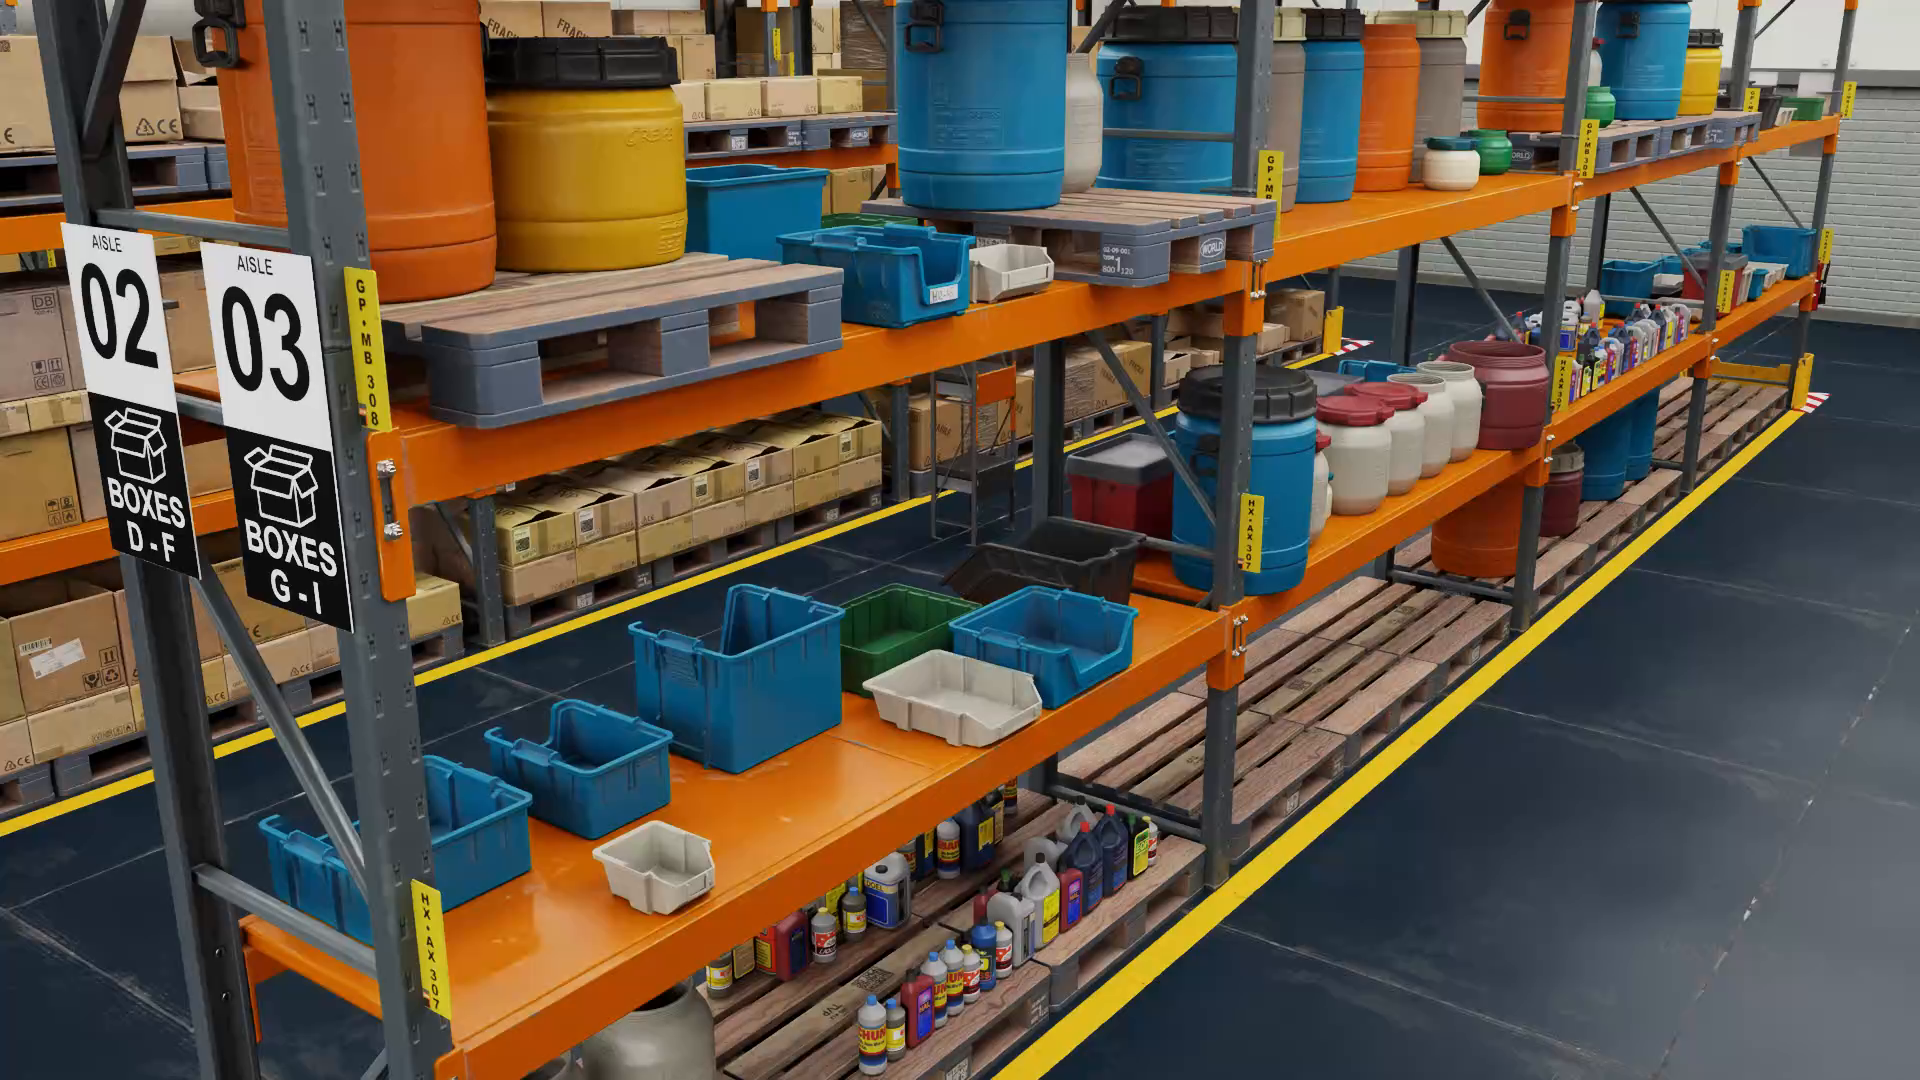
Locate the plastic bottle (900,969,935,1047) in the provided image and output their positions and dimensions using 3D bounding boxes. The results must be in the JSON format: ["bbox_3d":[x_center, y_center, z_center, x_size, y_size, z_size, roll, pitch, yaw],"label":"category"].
[{"bbox_3d":[-0.148,1.617,5.817,0.061,0.283,0.133,13,21,36],"label":"plastic bottle"}]

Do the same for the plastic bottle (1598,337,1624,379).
[{"bbox_3d":[4.482,-1.265,11.469,0.152,0.276,0.135,12,21,35],"label":"plastic bottle"}]

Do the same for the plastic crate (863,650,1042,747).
[{"bbox_3d":[-0.009,0.562,5.820,0.530,0.136,0.437,12,21,35],"label":"plastic crate"}]

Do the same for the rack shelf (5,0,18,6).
[{"bbox_3d":[-6.010,-4.553,13.618,1.077,0.370,4.000,12,21,35],"label":"rack shelf"}]

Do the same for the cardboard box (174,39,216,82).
[{"bbox_3d":[-6.077,-3.837,13.606,0.500,0.500,0.500,12,21,33],"label":"cardboard box"}]

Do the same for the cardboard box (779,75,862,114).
[{"bbox_3d":[-1.063,-3.268,12.195,0.500,0.250,0.500,11,20,31],"label":"cardboard box"}]

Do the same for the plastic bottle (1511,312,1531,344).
[{"bbox_3d":[4.036,-1.475,12.018,0.144,0.351,0.185,12,21,35],"label":"plastic bottle"}]

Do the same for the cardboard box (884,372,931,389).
[{"bbox_3d":[-0.439,-1.477,14.151,0.500,0.250,0.500,13,22,37],"label":"cardboard box"}]

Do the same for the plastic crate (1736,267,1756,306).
[{"bbox_3d":[6.579,-2.204,14.382,0.437,0.282,0.530,12,21,35],"label":"plastic crate"}]

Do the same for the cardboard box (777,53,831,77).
[{"bbox_3d":[-1.811,-5.379,18.824,0.500,0.250,0.500,12,21,35],"label":"cardboard box"}]

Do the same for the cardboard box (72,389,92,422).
[{"bbox_3d":[-4.281,-0.698,8.170,0.380,0.149,0.250,13,21,35],"label":"cardboard box"}]

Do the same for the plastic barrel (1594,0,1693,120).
[{"bbox_3d":[4.628,-3.340,11.329,0.600,0.901,0.708,12,21,35],"label":"plastic barrel"}]

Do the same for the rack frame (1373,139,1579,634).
[{"bbox_3d":[3.138,-0.948,10.239,1.000,3.000,0.127,12,21,35],"label":"rack frame"}]

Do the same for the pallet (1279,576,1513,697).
[{"bbox_3d":[2.646,0.561,10.080,1.003,0.211,1.213,12,21,35],"label":"pallet"}]

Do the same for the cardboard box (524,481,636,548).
[{"bbox_3d":[-2.472,-0.199,10.811,0.500,0.311,0.500,12,21,34],"label":"cardboard box"}]

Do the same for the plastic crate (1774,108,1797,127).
[{"bbox_3d":[6.873,-3.624,14.243,0.437,0.136,0.530,12,21,35],"label":"plastic crate"}]

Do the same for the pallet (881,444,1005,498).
[{"bbox_3d":[-0.362,-0.664,14.025,1.003,0.211,1.213,12,21,35],"label":"pallet"}]

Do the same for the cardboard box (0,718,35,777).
[{"bbox_3d":[-4.811,0.986,7.940,0.500,0.250,0.500,12,21,35],"label":"cardboard box"}]

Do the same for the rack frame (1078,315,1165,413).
[{"bbox_3d":[1.546,-2.777,16.128,1.000,3.000,0.127,12,21,35],"label":"rack frame"}]

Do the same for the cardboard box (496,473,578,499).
[{"bbox_3d":[-2.905,-0.299,11.131,0.500,0.311,0.500,13,22,36],"label":"cardboard box"}]

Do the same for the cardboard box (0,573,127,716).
[{"bbox_3d":[-4.522,0.506,8.219,0.500,0.500,0.500,12,21,35],"label":"cardboard box"}]

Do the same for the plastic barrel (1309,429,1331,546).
[{"bbox_3d":[1.501,-0.249,7.760,0.433,0.535,0.433,0,17,0],"label":"plastic barrel"}]

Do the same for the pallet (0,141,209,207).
[{"bbox_3d":[-4.436,-1.765,7.960,1.003,0.211,1.213,12,21,35],"label":"pallet"}]

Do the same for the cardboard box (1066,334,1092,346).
[{"bbox_3d":[1.062,-1.721,16.201,0.500,0.500,0.500,11,21,32],"label":"cardboard box"}]

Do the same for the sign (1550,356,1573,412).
[{"bbox_3d":[3.584,-0.930,9.907,0.100,0.325,0.005,12,21,35],"label":"sign"}]

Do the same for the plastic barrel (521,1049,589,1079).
[{"bbox_3d":[-1.298,1.775,4.958,0.421,0.512,0.421,0,17,0],"label":"plastic barrel"}]

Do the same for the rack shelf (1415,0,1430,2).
[{"bbox_3d":[1.947,-2.802,7.981,1.077,0.370,4.000,12,21,35],"label":"rack shelf"}]

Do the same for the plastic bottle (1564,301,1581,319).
[{"bbox_3d":[4.722,-1.711,12.906,0.152,0.276,0.135,12,21,35],"label":"plastic bottle"}]

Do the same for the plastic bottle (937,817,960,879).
[{"bbox_3d":[-0.049,1.272,6.947,0.097,0.271,0.097,0,17,0],"label":"plastic bottle"}]

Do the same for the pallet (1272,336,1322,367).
[{"bbox_3d":[3.410,-2.190,18.939,1.003,0.211,1.213,12,21,35],"label":"pallet"}]

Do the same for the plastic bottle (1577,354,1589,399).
[{"bbox_3d":[4.048,-1.072,10.836,0.061,0.283,0.133,12,21,35],"label":"plastic bottle"}]

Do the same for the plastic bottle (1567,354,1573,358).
[{"bbox_3d":[3.974,-1.076,10.869,0.097,0.271,0.097,0,17,0],"label":"plastic bottle"}]

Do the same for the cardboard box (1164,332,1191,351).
[{"bbox_3d":[2.104,-2.067,17.635,0.500,0.311,0.500,12,21,35],"label":"cardboard box"}]

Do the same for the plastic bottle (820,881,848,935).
[{"bbox_3d":[-0.536,1.369,6.502,0.144,0.351,0.185,13,22,37],"label":"plastic bottle"}]

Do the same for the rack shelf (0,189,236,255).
[{"bbox_3d":[-4.413,-1.484,8.120,1.077,0.370,4.000,12,21,35],"label":"rack shelf"}]

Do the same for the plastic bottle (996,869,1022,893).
[{"bbox_3d":[0.198,1.407,6.494,0.061,0.283,0.133,12,21,35],"label":"plastic bottle"}]

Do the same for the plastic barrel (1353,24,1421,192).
[{"bbox_3d":[2.085,-2.273,8.722,0.600,0.830,0.708,12,21,35],"label":"plastic barrel"}]

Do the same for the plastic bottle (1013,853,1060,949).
[{"bbox_3d":[0.296,1.387,6.446,0.144,0.351,0.185,12,21,34],"label":"plastic bottle"}]

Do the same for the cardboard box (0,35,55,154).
[{"bbox_3d":[-4.395,-2.014,7.500,0.500,0.500,0.500,12,21,35],"label":"cardboard box"}]

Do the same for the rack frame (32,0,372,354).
[{"bbox_3d":[-1.628,-1.908,3.213,1.000,3.000,0.127,12,21,35],"label":"rack frame"}]

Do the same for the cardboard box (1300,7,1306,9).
[{"bbox_3d":[3.270,-5.458,17.849,0.700,0.500,0.500,12,21,35],"label":"cardboard box"}]

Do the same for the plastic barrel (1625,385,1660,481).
[{"bbox_3d":[5.184,-0.973,13.148,0.600,0.901,0.708,12,21,35],"label":"plastic barrel"}]

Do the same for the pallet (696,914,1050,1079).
[{"bbox_3d":[-0.405,1.781,6.153,1.003,0.211,1.213,12,21,35],"label":"pallet"}]

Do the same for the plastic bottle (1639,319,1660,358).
[{"bbox_3d":[5.028,-1.483,12.172,0.152,0.276,0.135,12,21,35],"label":"plastic bottle"}]

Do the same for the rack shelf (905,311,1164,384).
[{"bbox_3d":[0.354,-1.957,14.701,1.077,0.370,4.000,12,21,35],"label":"rack shelf"}]

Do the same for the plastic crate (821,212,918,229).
[{"bbox_3d":[-0.404,-0.999,5.702,0.336,0.188,0.450,12,21,35],"label":"plastic crate"}]

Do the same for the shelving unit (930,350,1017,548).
[{"bbox_3d":[0.099,-1.042,12.059,0.431,2.100,0.503,12,21,35],"label":"shelving unit"}]

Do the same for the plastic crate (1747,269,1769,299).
[{"bbox_3d":[6.887,-2.268,14.669,0.416,0.233,0.300,12,21,35],"label":"plastic crate"}]

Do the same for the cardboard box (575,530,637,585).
[{"bbox_3d":[-2.476,0.067,10.897,0.500,0.250,0.500,13,22,36],"label":"cardboard box"}]

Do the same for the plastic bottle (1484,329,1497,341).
[{"bbox_3d":[3.718,-1.336,11.686,0.061,0.283,0.133,12,21,35],"label":"plastic bottle"}]

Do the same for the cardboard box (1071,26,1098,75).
[{"bbox_3d":[0.807,-4.235,14.721,0.600,0.600,0.600,12,21,34],"label":"cardboard box"}]

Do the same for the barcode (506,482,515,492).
[{"bbox_3d":[-2.734,-0.334,10.114,0.001,0.075,0.075,12,21,35],"label":"barcode"}]

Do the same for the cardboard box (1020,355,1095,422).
[{"bbox_3d":[0.882,-1.389,15.133,0.500,0.500,0.500,13,21,35],"label":"cardboard box"}]

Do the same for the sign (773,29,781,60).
[{"bbox_3d":[-1.993,-5.388,18.074,0.100,0.325,0.005,12,21,35],"label":"sign"}]

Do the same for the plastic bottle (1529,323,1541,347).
[{"bbox_3d":[4.159,-1.426,11.995,0.097,0.271,0.097,0,17,0],"label":"plastic bottle"}]
